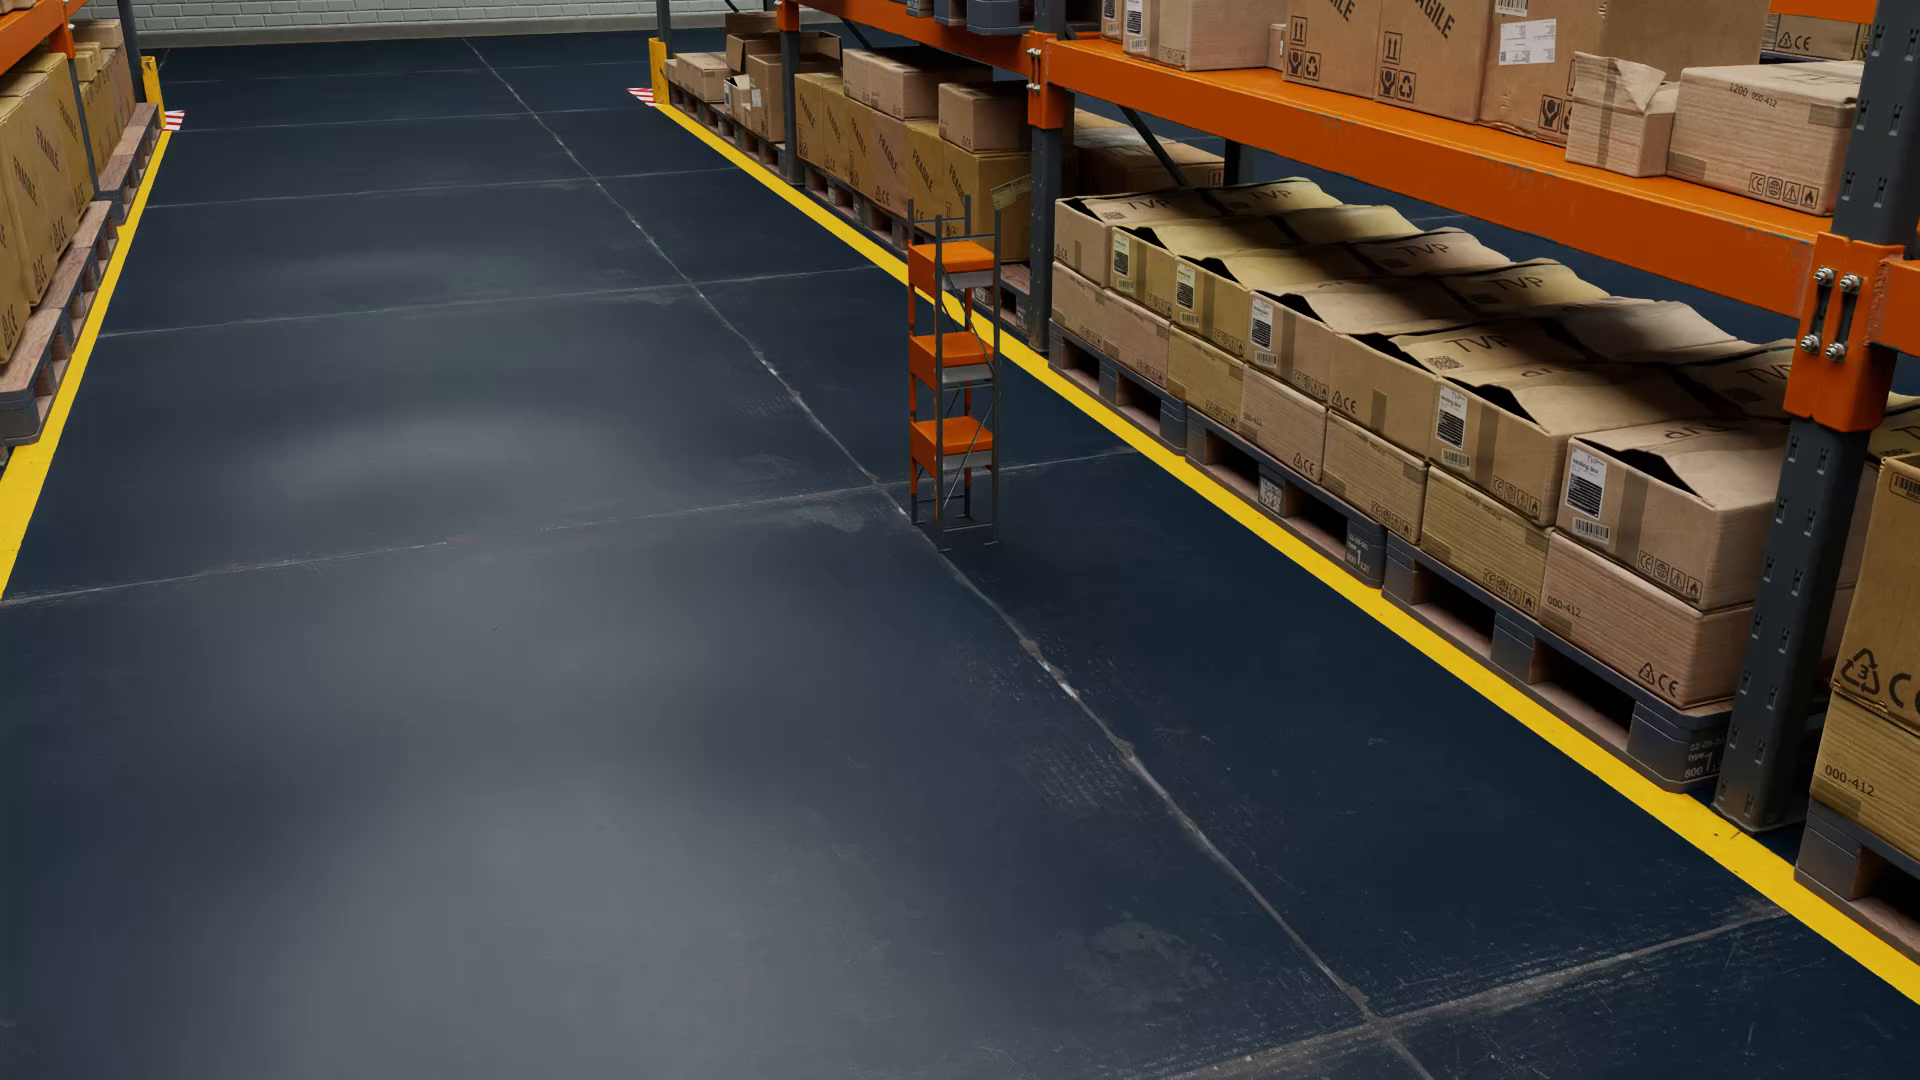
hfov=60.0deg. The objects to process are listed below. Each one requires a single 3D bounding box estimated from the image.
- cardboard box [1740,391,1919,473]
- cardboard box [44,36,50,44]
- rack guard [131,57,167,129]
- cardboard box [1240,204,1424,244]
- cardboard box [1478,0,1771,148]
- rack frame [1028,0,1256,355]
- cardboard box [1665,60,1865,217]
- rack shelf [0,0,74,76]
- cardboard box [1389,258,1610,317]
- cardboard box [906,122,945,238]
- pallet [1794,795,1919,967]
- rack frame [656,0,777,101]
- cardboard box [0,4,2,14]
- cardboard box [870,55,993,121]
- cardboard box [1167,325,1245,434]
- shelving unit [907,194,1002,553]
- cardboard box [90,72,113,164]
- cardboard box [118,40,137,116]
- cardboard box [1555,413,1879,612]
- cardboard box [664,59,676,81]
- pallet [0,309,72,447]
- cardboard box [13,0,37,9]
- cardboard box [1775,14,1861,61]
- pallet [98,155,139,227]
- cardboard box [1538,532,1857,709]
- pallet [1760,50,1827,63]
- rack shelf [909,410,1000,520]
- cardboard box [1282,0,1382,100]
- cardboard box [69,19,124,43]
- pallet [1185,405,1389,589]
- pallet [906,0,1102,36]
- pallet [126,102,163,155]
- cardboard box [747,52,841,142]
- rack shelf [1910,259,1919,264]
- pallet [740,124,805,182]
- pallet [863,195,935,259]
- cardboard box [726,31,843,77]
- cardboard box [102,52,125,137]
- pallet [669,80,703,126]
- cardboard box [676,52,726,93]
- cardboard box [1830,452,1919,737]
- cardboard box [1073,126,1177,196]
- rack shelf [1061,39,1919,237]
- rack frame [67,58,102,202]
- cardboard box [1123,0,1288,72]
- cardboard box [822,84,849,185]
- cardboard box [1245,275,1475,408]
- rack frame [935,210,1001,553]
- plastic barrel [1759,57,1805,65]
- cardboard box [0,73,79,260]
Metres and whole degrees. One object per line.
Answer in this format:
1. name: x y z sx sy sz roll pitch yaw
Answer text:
1. cardboard box: 2.287 -0.183 4.099 0.500 0.311 0.500 -8 24 -19
2. cardboard box: -6.205 -3.243 10.925 0.380 0.149 0.250 -8 24 -18
3. rack guard: -6.681 -3.350 12.553 1.175 0.500 0.348 -8 24 -19
4. cardboard box: 1.392 -1.107 6.293 0.500 0.311 0.500 -9 24 -20
5. cardboard box: 1.757 -1.332 4.420 0.500 0.500 0.500 -7 24 -15
6. rack frame: 0.787 -2.267 6.766 1.000 3.000 0.127 -8 24 -19
7. cardboard box: 1.985 -0.917 3.757 0.500 0.250 0.500 -7 24 -16
8. rack shelf: -4.553 -1.981 7.014 1.077 0.370 4.000 -8 24 -19
9. cardboard box: 1.742 -0.741 5.424 0.500 0.311 0.500 -8 24 -18
10. cardboard box: 0.054 -1.813 8.342 0.500 0.500 0.500 -9 25 -21
11. pallet: 2.441 0.766 3.160 1.003 0.211 1.213 -8 24 -19
12. rack frame: -2.040 -5.174 13.663 1.000 3.000 0.127 -8 24 -19
13. cardboard box: -4.467 -2.381 7.335 0.380 0.149 0.250 -9 24 -20
14. cardboard box: -0.153 -2.362 8.678 0.500 0.250 0.500 -9 24 -20
15. cardboard box: 1.064 -0.592 5.792 0.500 0.250 0.500 -9 24 -20
16. shelving unit: -0.019 -0.503 5.092 0.215 1.050 0.252 -8 24 -19
17. cardboard box: -5.602 -2.550 10.115 0.700 0.500 0.500 -9 24 -20
18. cardboard box: -6.332 -3.294 11.880 0.700 0.500 0.500 -8 24 -19
19. cardboard box: 1.788 -0.106 3.917 0.500 0.311 0.500 -8 24 -19
20. cardboard box: -2.213 -3.863 13.658 0.380 0.149 0.250 -8 24 -19
21. pallet: -4.054 -0.598 6.396 1.003 0.211 1.213 -8 24 -19
22. cardboard box: -4.566 -2.572 7.788 0.380 0.149 0.250 -8 24 -19
23. cardboard box: 8.166 -4.870 15.138 0.875 0.875 0.875 -8 24 -19
24. pallet: -5.455 -2.041 9.821 1.003 0.211 1.213 -8 24 -19
25. cardboard box: 1.782 0.149 4.034 0.500 0.250 0.500 -9 24 -20
26. pallet: 8.012 -4.524 15.712 1.003 0.211 1.213 -8 24 -19
27. rack shelf: -0.019 -0.237 5.204 0.215 0.259 0.240 -8 24 -19
28. cardboard box: 1.395 -1.706 5.306 0.500 0.500 0.500 -10 25 -22
29. cardboard box: -6.116 -3.571 11.703 0.380 0.149 0.250 -9 24 -20
30. pallet: 1.468 -0.235 5.536 1.003 0.211 1.213 -8 24 -19
31. pallet: 0.481 -2.415 7.365 1.213 0.211 1.003 -8 24 -19
32. pallet: -6.317 -2.928 11.925 1.003 0.211 1.213 -8 24 -19
33. cardboard box: -1.093 -2.939 11.014 0.500 0.500 0.500 -8 24 -19
34. rack shelf: 2.906 0.122 1.682 0.919 0.052 3.809 -8 24 -19
35. pallet: -0.868 -2.685 11.349 1.003 0.211 1.213 -8 24 -19
36. pallet: 0.131 -1.701 9.014 1.003 0.211 1.213 -8 24 -19
37. cardboard box: -1.295 -3.455 12.232 0.797 0.503 0.637 -8 24 -19
38. cardboard box: -5.977 -2.929 11.015 0.700 0.500 0.500 -9 25 -21
39. pallet: -1.730 -3.571 13.452 1.003 0.211 1.213 -8 24 -19
40. cardboard box: -1.936 -3.691 13.119 0.500 0.250 0.500 -8 24 -19
41. cardboard box: 2.070 0.126 3.123 0.500 0.500 0.500 -8 24 -19
42. cardboard box: 0.703 -1.712 8.101 0.500 0.500 0.500 -9 25 -21
43. rack shelf: 1.493 -1.299 5.144 0.919 0.124 3.809 -8 24 -19
44. rack frame: -5.260 -3.039 8.599 1.000 3.000 0.127 -8 24 -19
45. cardboard box: 0.921 -1.874 5.950 0.500 0.311 0.500 -9 24 -20
46. cardboard box: -0.485 -2.370 9.662 0.500 0.500 0.500 -8 24 -18
47. cardboard box: 1.250 -0.659 5.229 0.500 0.311 0.500 -9 24 -20
48. rack frame: 0.024 -0.459 4.987 0.200 1.050 0.008 -8 24 -19
49. plastic barrel: 4.834 -2.613 10.152 0.600 0.588 0.708 -8 24 -19
50. cardboard box: -4.591 -1.701 7.651 0.750 0.750 0.750 -8 24 -17
